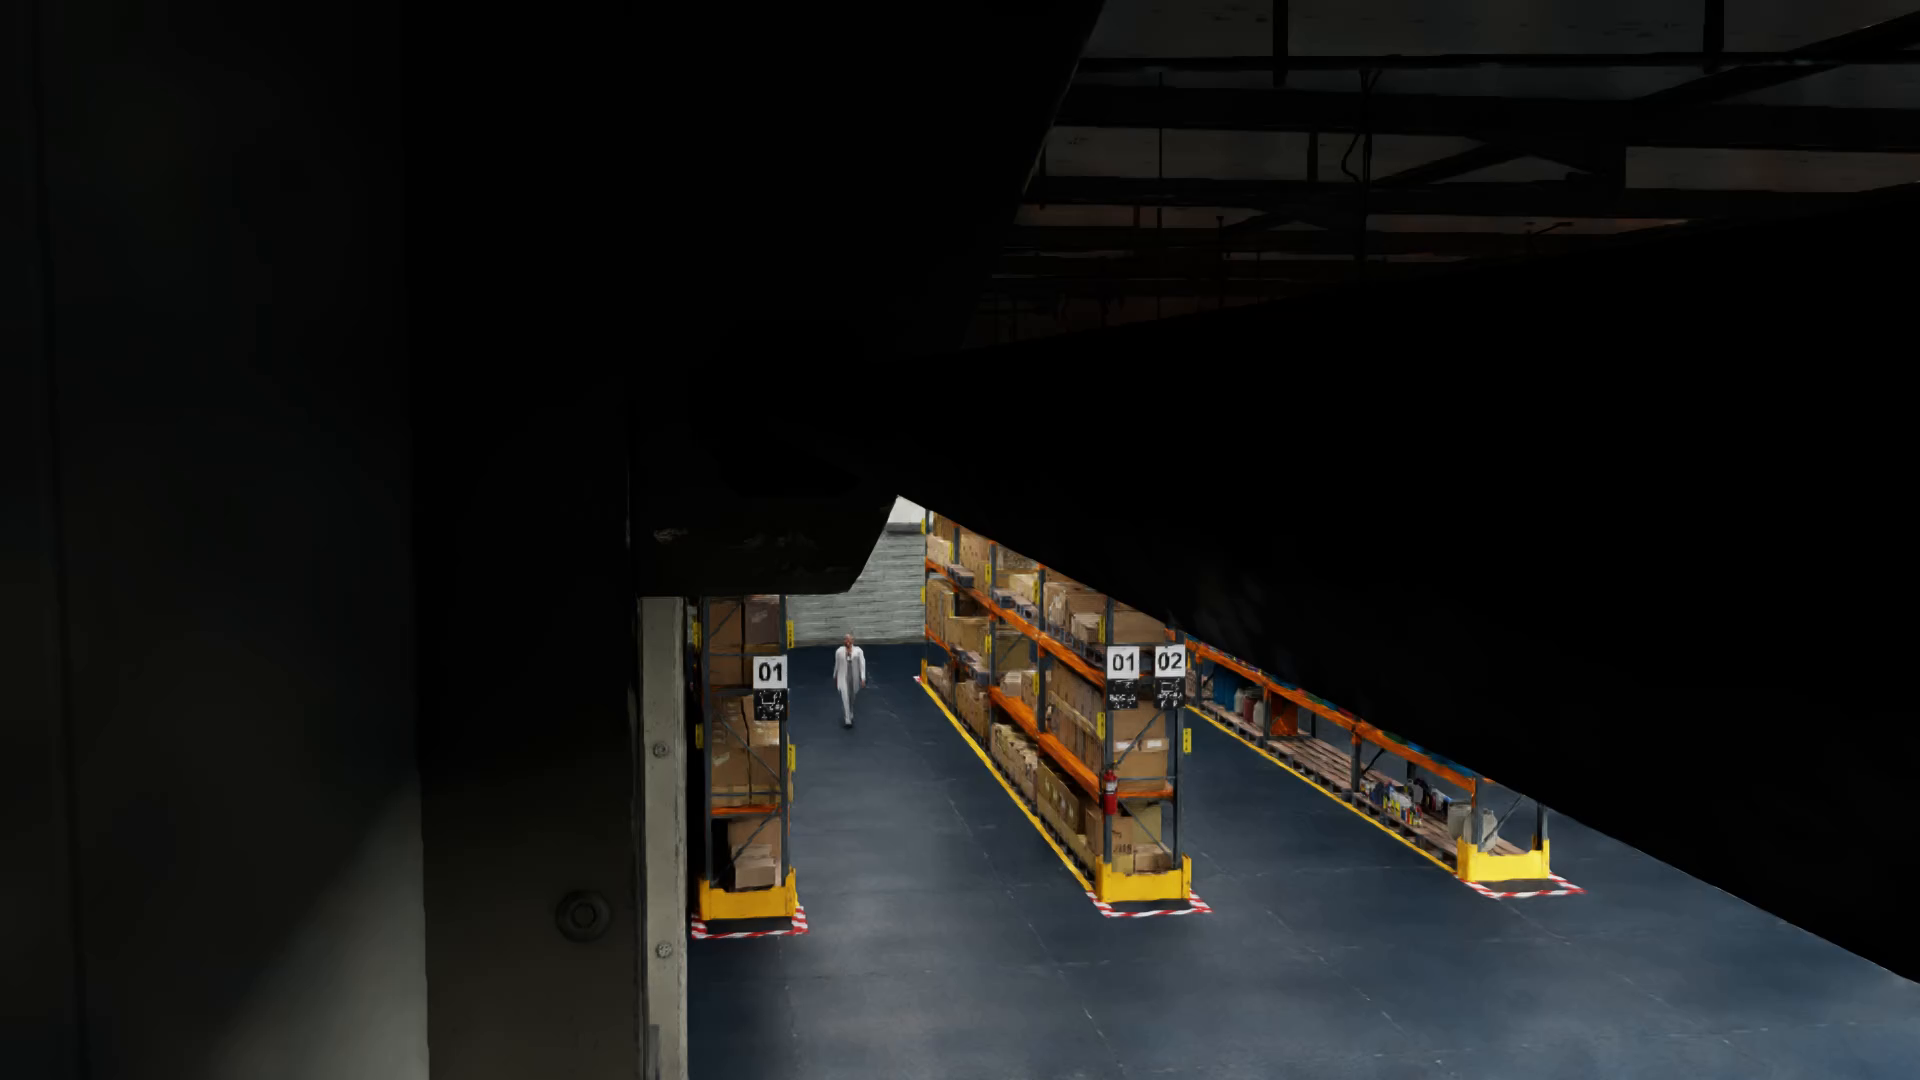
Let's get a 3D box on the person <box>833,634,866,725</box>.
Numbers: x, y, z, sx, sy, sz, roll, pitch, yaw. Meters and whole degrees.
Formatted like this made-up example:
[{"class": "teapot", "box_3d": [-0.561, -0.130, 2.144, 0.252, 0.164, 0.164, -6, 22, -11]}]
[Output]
[{"class": "person", "box_3d": [-2.113, 2.641, 31.974, 0.600, 1.699, 1.111, -1, 5, -10]}]
